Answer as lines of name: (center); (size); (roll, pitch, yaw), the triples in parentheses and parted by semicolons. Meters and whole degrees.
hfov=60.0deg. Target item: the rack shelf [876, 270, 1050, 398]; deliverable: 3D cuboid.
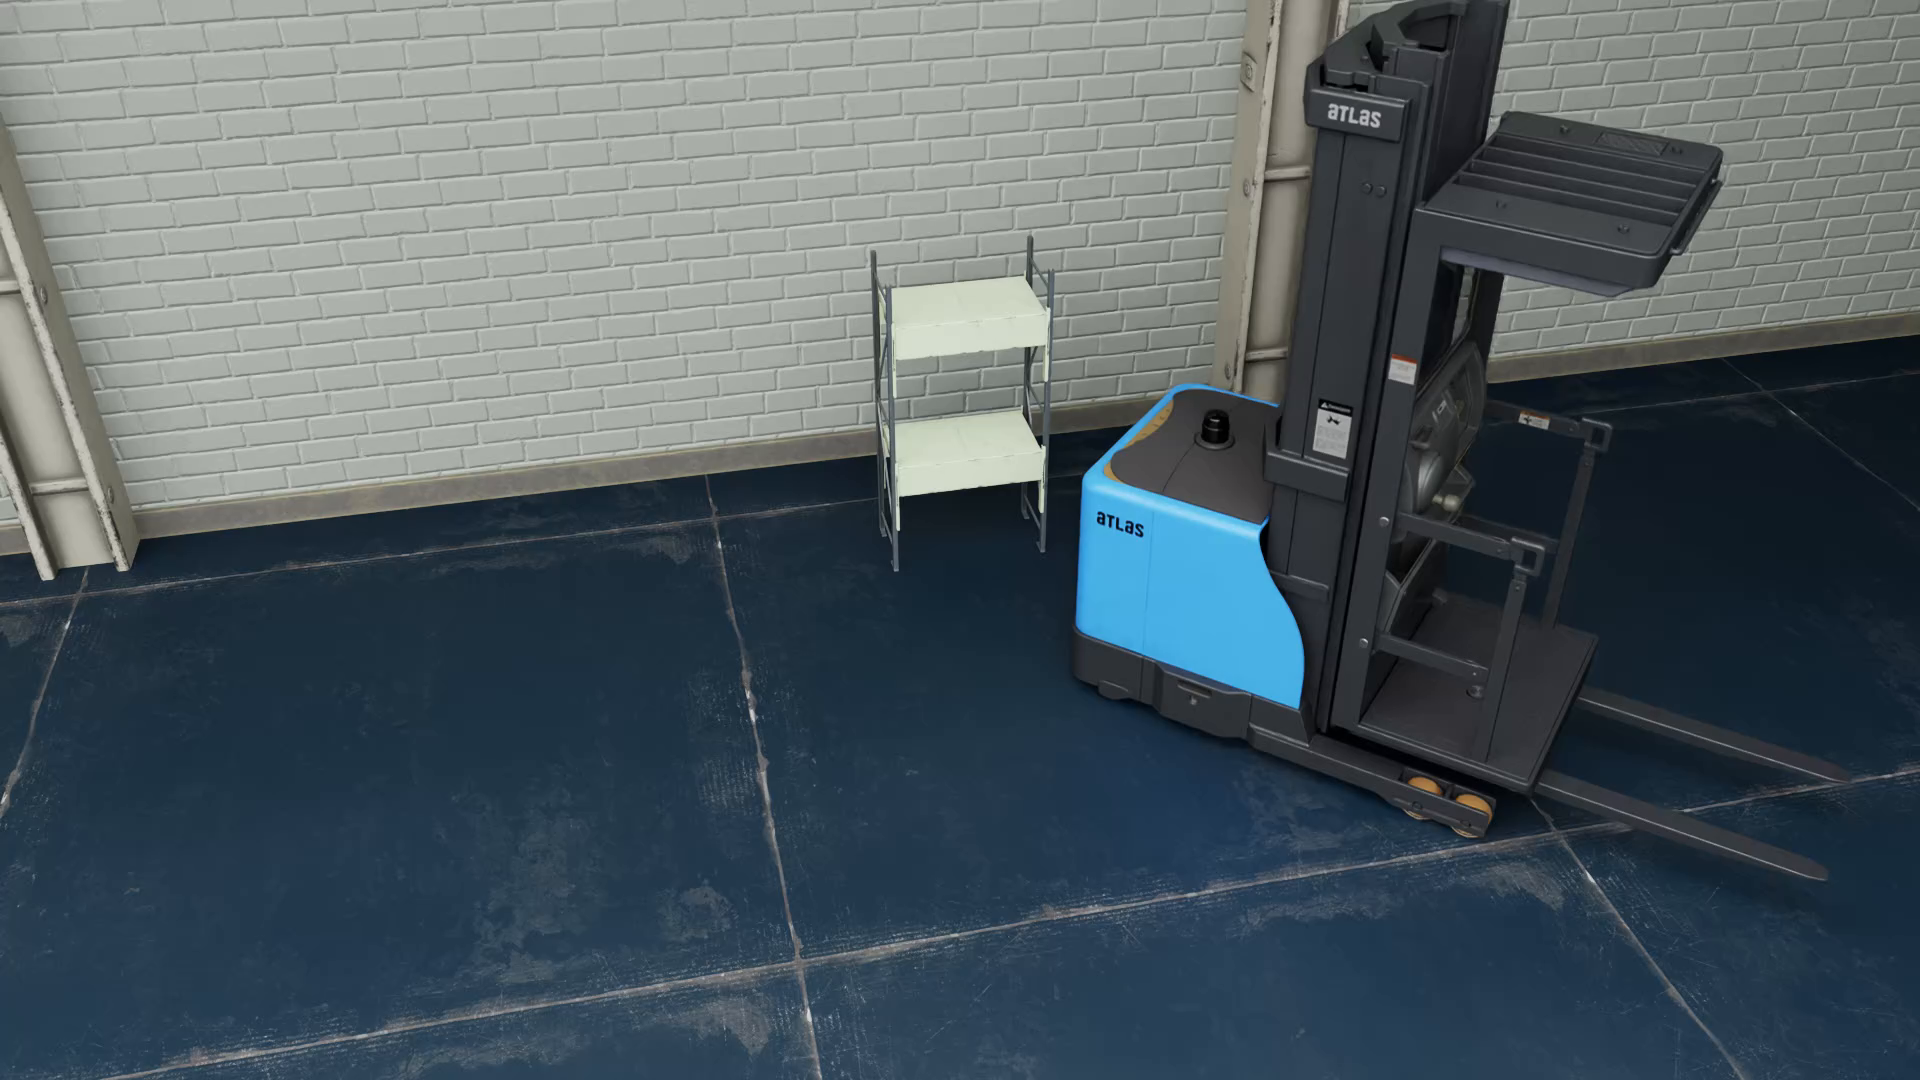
rack shelf: (0.007, -0.948, 7.616); (0.720, 0.370, 0.431); (-7, 35, -11)

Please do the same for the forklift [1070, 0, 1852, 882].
forklift: (2.010, -0.392, 6.204); (3.031, 2.935, 1.130); (19, 38, 25)

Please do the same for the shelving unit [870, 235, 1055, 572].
shelving unit: (0.007, -0.624, 7.833); (0.755, 1.500, 0.431); (-7, 35, -11)

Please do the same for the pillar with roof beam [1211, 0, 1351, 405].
pillar with roof beam: (2.563, -2.049, 3.227); (0.400, 9.000, 9.100); (-7, 35, -11)

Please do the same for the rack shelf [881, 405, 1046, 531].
rack shelf: (0.007, -0.353, 8.015); (0.720, 0.370, 0.431); (-7, 35, -11)

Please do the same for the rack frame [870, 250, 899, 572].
rack frame: (-0.350, -0.579, 7.766); (0.023, 1.500, 0.400); (-7, 35, -11)

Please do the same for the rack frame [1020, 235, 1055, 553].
rack frame: (0.363, -0.669, 7.900); (0.023, 1.500, 0.400); (-7, 35, -11)

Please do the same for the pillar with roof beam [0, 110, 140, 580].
pillar with roof beam: (-3.289, -1.311, 2.128); (0.400, 9.000, 9.100); (-7, 35, -11)
